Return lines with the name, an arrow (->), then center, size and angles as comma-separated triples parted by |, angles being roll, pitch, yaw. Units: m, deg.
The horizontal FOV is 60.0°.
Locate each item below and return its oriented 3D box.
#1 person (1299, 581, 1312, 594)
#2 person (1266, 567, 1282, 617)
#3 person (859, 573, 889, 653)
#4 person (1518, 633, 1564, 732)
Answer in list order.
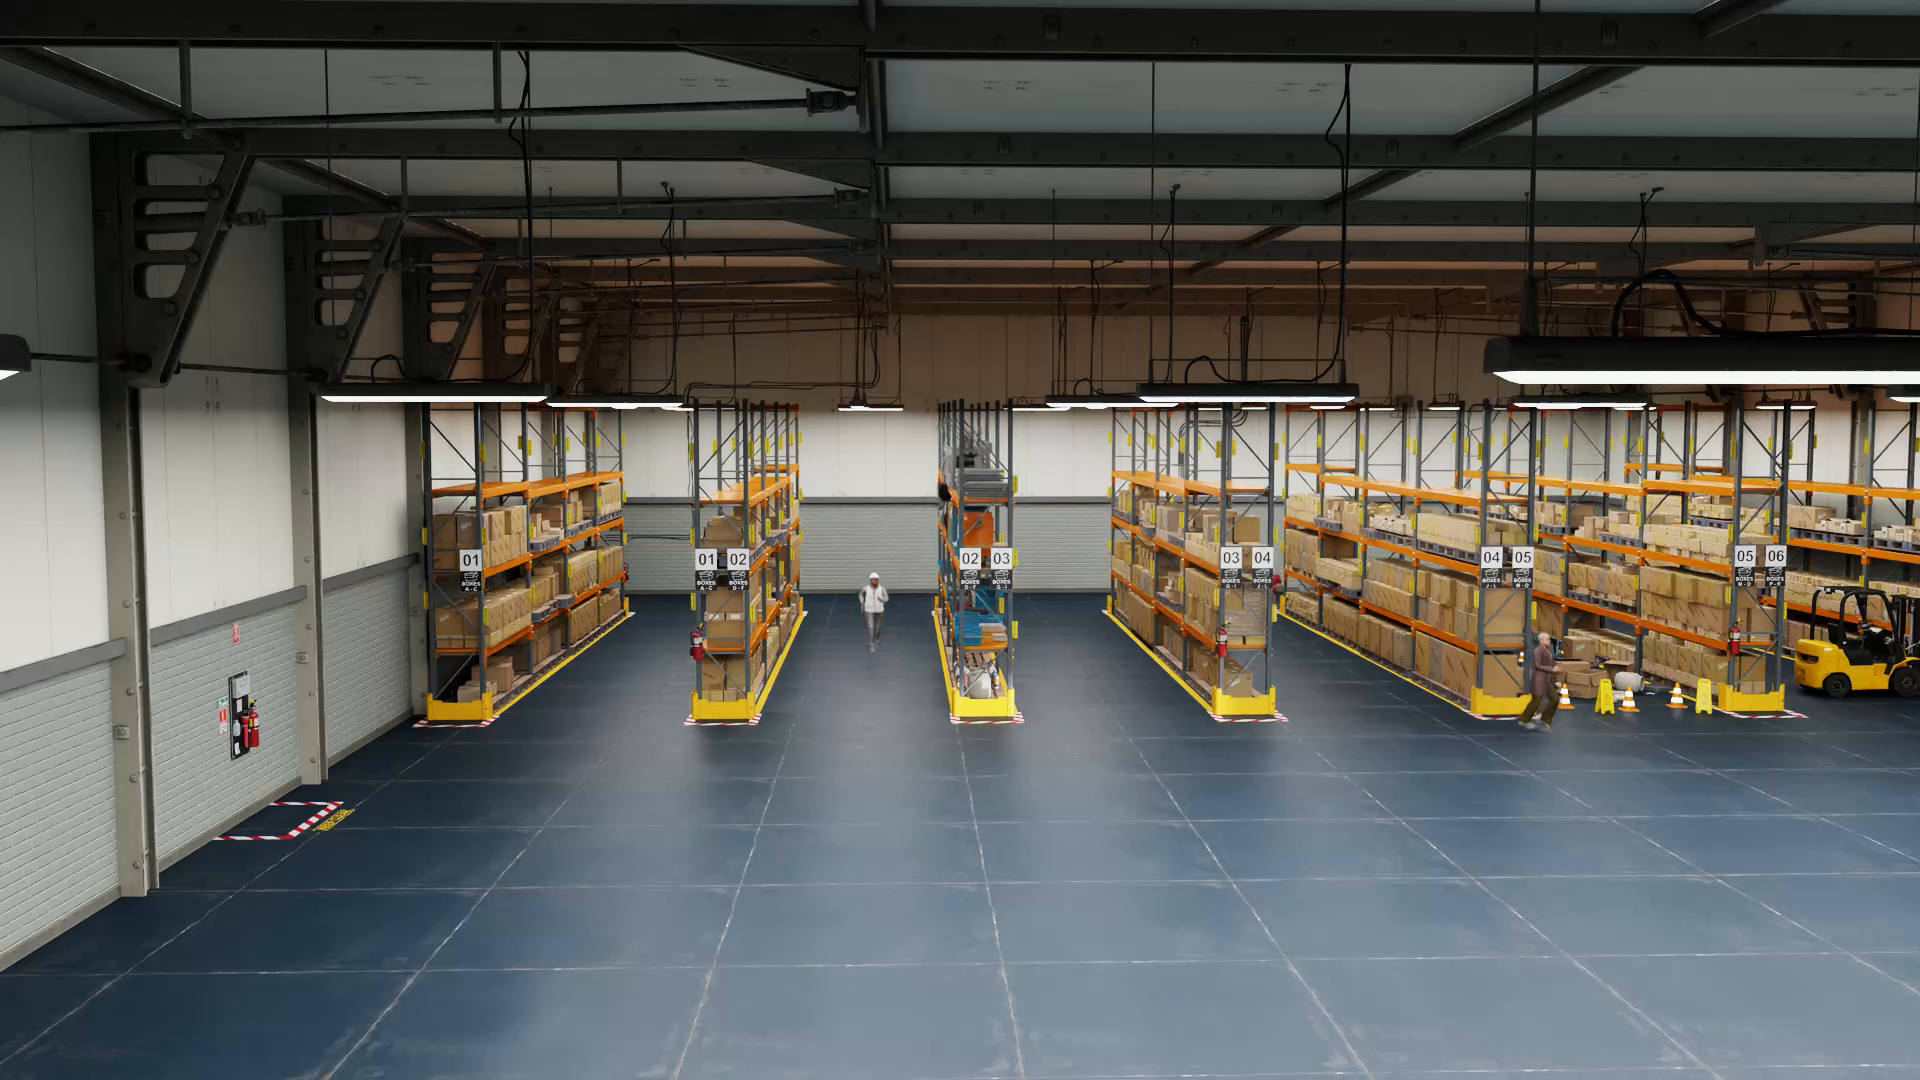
person -> 10.308, 1.198, 48.992 | 0.628, 1.643, 0.564 | 0, 4, 4
person -> 8.207, 1.539, 44.175 | 0.611, 1.763, 0.865 | -1, 4, -9
person -> -1.953, 1.653, 37.914 | 0.652, 1.807, 0.892 | -1, 4, -9
person -> 10.496, 2.588, 29.948 | 0.820, 1.854, 0.735 | 4, 6, 44
